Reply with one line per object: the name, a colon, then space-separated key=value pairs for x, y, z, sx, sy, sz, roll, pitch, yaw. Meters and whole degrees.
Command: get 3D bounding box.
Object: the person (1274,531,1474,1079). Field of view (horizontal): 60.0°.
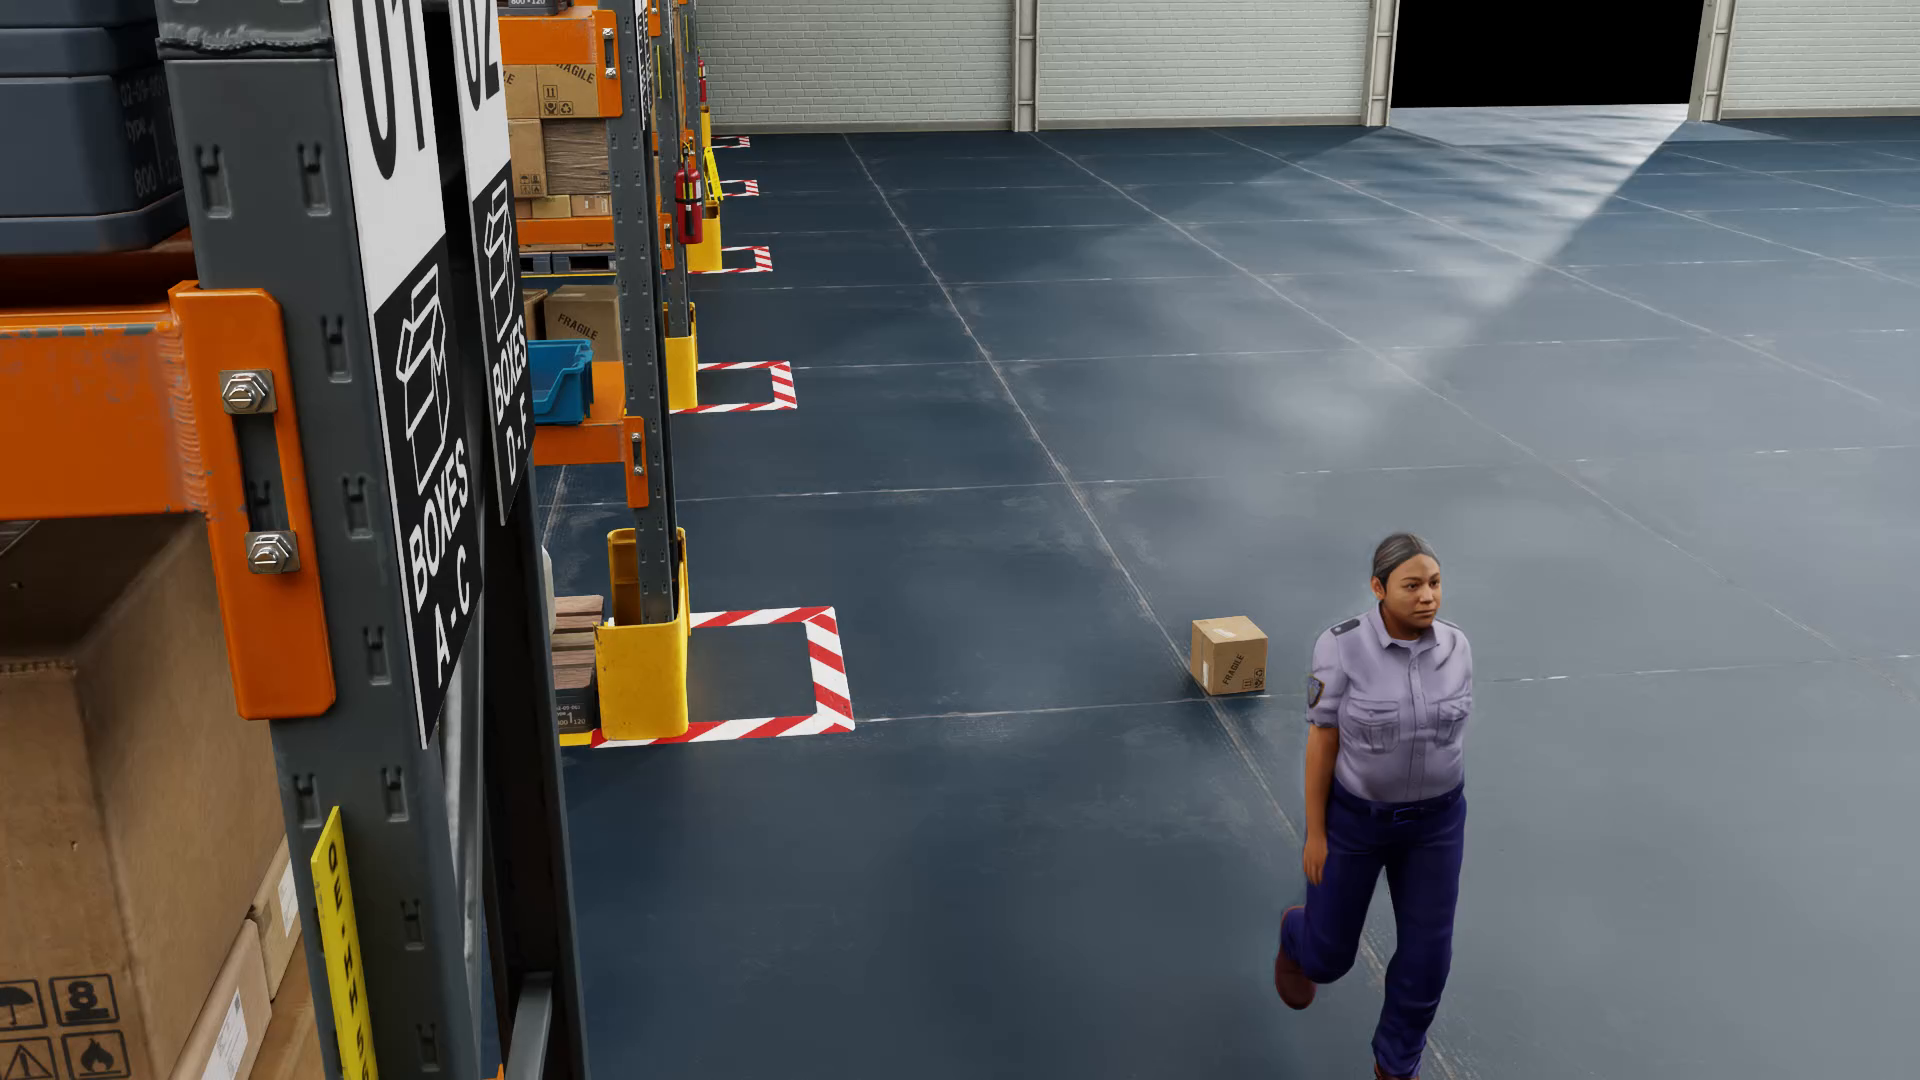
person: x=1.138 y=0.741 z=4.527 sx=0.466 sy=1.623 sz=0.669 roll=-2 pitch=20 yaw=-5
